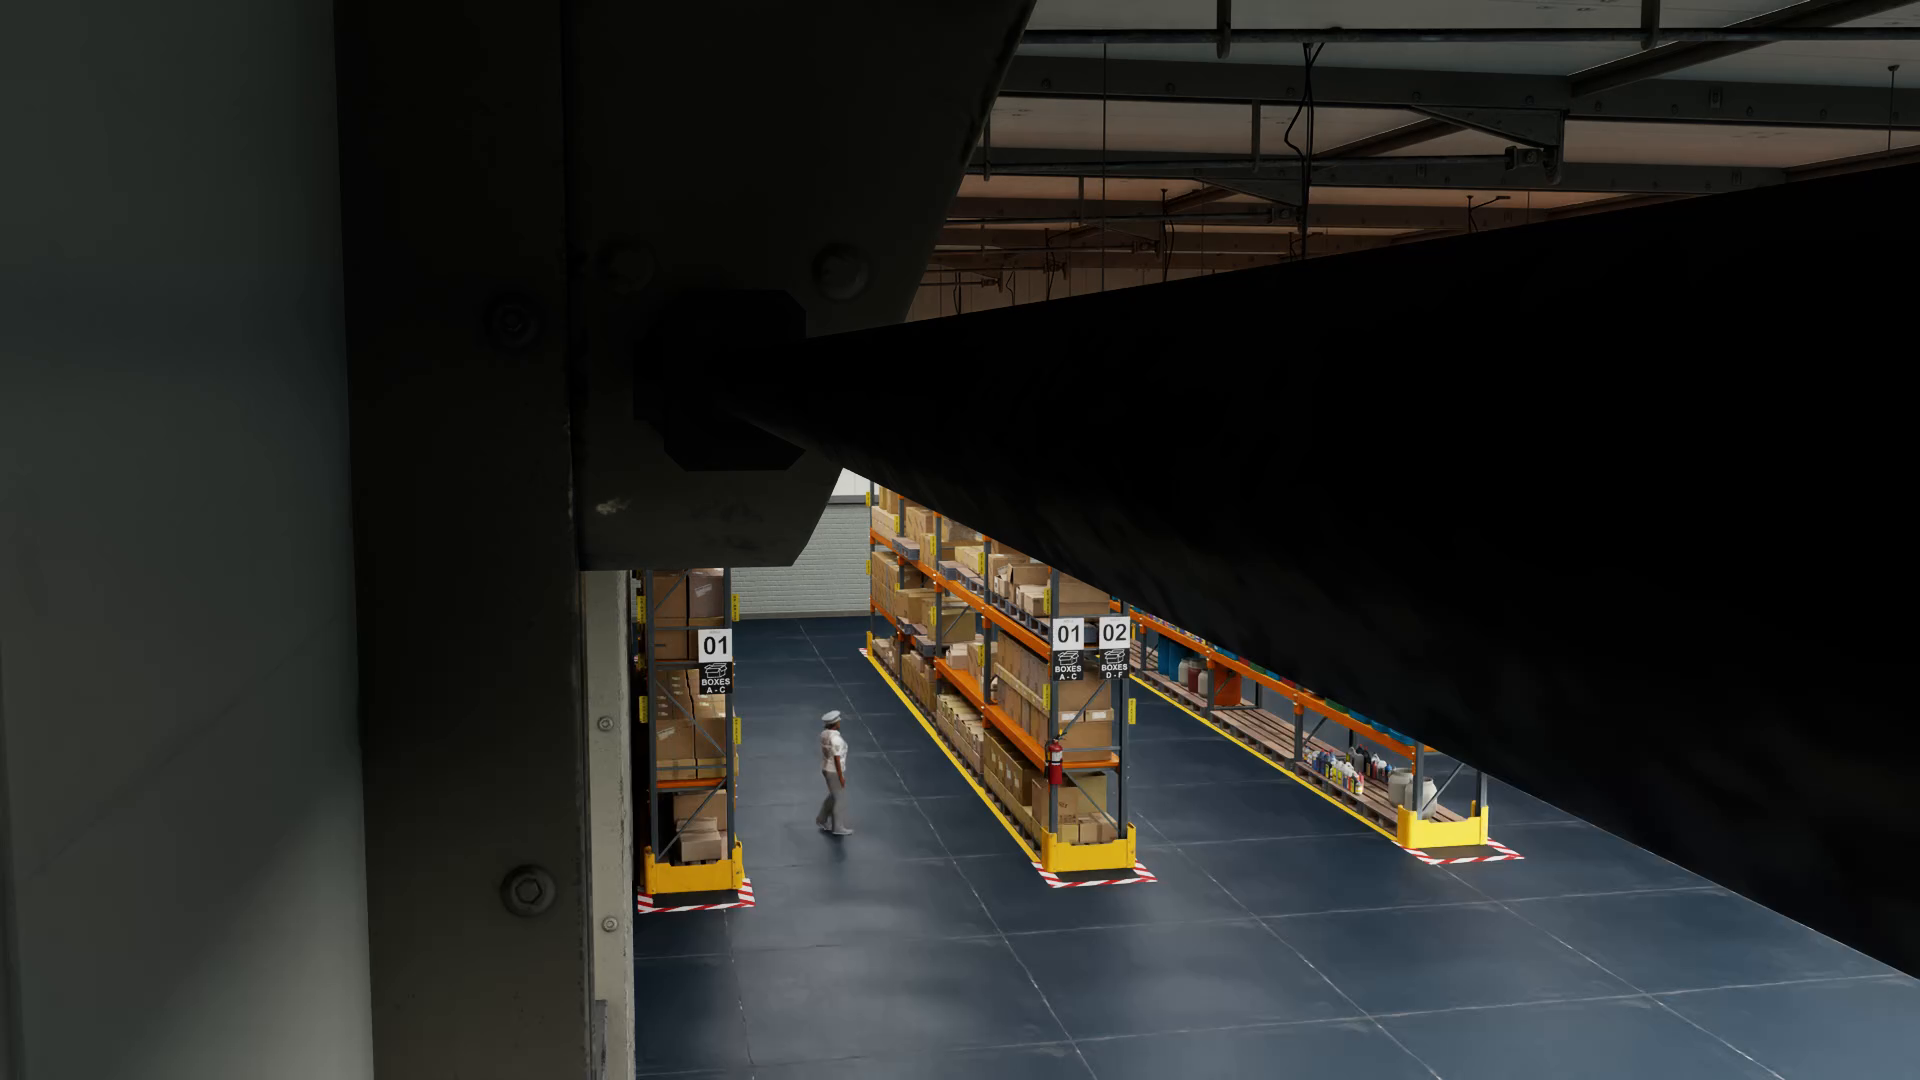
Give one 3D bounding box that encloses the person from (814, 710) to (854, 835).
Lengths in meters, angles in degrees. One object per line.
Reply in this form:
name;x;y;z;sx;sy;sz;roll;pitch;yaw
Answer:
person;-1.708;3.151;22.557;0.475;1.704;0.519;-2;6;-18
